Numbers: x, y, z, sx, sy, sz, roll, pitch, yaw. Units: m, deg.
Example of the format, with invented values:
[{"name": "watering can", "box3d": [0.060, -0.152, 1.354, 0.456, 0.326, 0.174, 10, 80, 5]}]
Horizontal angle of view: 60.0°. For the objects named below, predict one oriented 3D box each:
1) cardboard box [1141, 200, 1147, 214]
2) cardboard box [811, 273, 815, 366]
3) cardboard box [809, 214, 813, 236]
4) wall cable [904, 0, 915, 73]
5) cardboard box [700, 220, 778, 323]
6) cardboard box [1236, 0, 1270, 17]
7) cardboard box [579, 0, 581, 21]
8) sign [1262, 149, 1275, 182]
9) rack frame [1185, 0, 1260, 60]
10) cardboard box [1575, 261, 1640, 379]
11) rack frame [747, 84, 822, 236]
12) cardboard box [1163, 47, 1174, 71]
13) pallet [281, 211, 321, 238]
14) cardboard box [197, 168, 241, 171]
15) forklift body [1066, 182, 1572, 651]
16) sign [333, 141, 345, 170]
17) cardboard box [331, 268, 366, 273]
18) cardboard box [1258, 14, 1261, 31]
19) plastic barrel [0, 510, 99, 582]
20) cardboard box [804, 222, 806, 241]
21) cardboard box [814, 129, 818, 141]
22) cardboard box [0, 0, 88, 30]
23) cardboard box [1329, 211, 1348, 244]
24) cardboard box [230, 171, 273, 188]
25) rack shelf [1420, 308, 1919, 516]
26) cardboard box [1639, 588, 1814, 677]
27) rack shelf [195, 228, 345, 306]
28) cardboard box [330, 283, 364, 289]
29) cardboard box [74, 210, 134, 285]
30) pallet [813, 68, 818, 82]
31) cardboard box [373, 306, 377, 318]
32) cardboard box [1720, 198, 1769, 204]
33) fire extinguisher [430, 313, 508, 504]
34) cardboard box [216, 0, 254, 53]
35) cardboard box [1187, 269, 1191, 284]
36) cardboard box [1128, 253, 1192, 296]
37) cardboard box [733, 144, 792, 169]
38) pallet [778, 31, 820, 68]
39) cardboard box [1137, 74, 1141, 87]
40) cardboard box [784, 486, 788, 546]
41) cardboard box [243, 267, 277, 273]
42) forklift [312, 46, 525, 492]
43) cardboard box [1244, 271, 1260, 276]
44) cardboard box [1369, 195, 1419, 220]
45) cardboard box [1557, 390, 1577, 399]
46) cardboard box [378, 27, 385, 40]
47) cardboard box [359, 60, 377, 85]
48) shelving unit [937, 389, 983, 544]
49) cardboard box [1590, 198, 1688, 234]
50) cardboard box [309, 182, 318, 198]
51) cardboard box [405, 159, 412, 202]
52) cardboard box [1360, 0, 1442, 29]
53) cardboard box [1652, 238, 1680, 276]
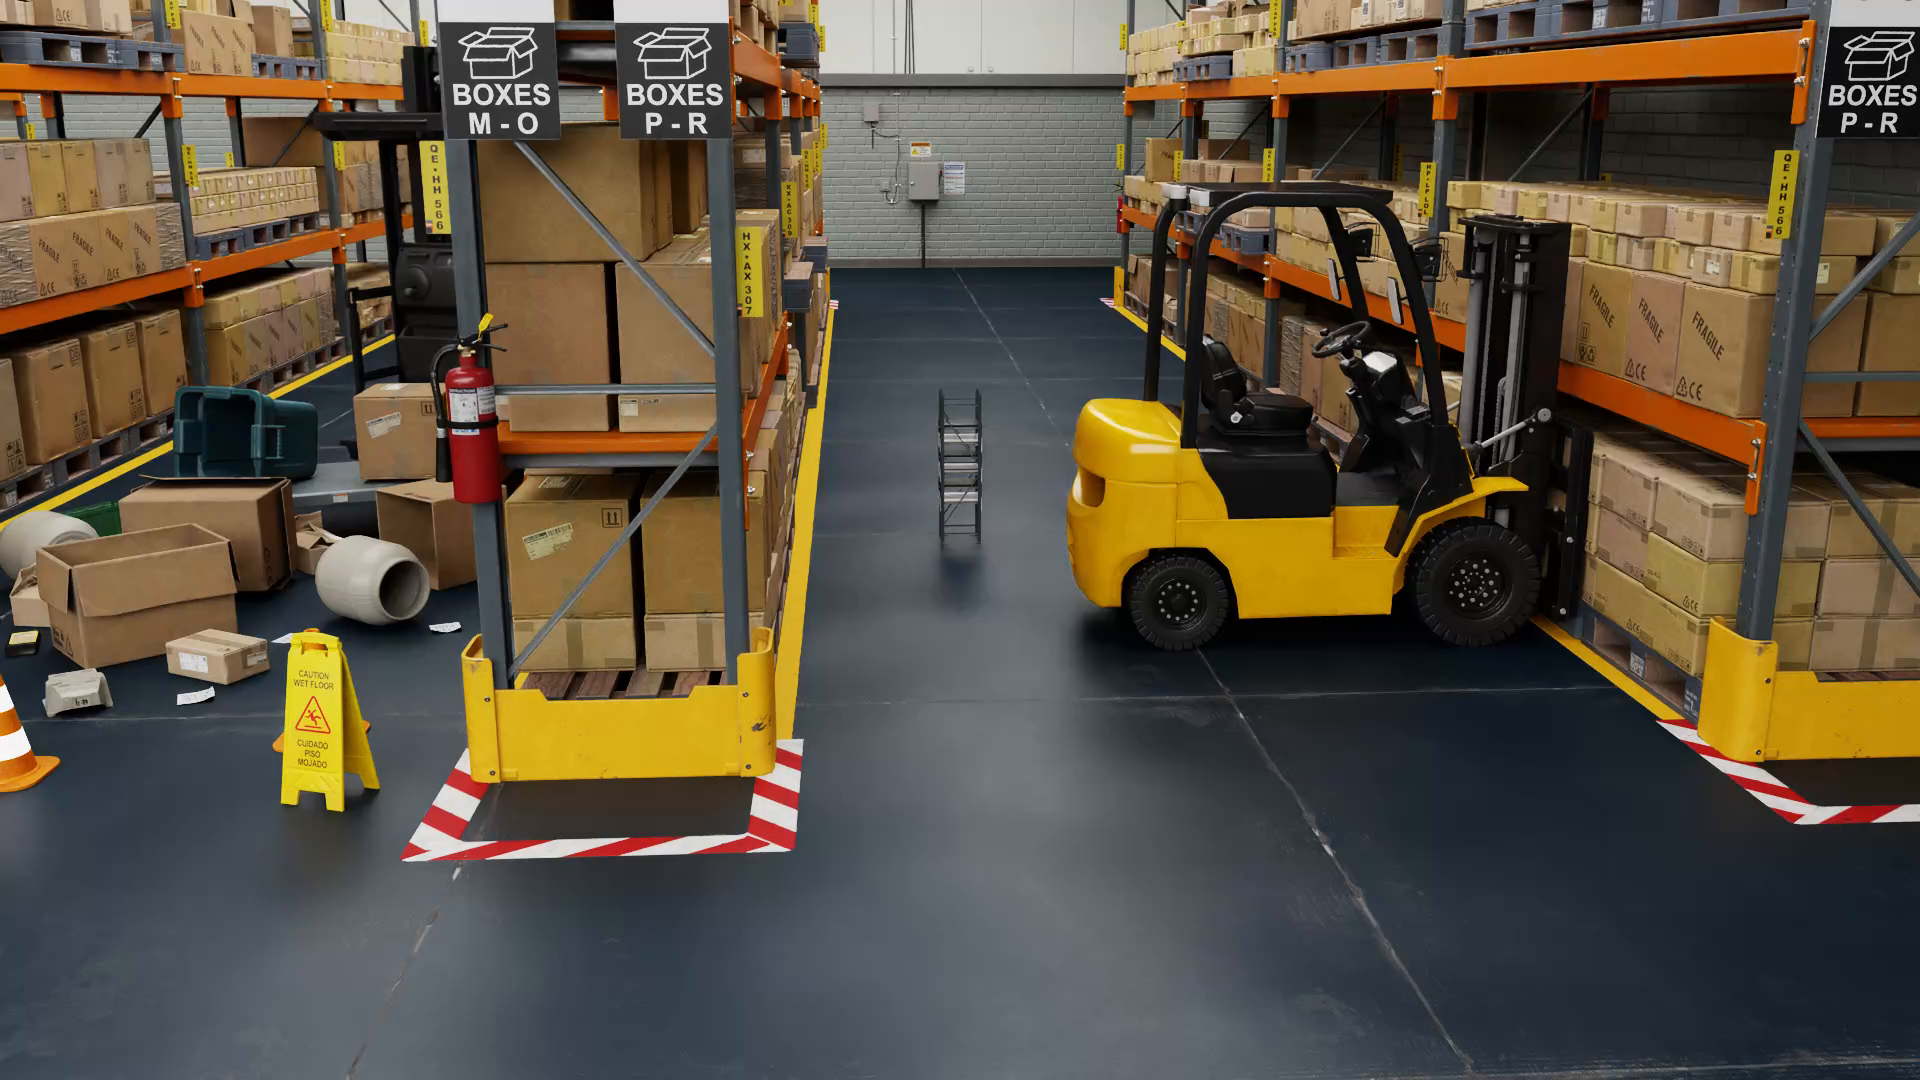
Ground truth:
[{"name": "cardboard box", "box3d": [2.424, -4.079, 20.363, 0.380, 0.149, 0.250, -1, 14, -5]}, {"name": "cardboard box", "box3d": [-1.822, -2.110, 15.627, 0.875, 0.875, 0.875, -1, 14, -3]}, {"name": "cardboard box", "box3d": [-1.749, -3.228, 16.854, 0.500, 0.250, 0.500, -1, 14, -4]}, {"name": "wall cable", "box3d": [0.594, -8.908, 26.515, 2.988, 3.039, 0.133, -1, 14, -3]}, {"name": "cardboard box", "box3d": [-1.212, -1.374, 8.551, 0.500, 0.500, 0.500, 0, 14, -2]}, {"name": "cardboard box", "box3d": [3.032, -5.400, 17.006, 0.396, 0.266, 0.258, -1, 14, -3]}, {"name": "cardboard box", "box3d": [-1.664, -2.027, 6.371, 0.380, 0.149, 0.250, -1, 14, -3]}, {"name": "sign", "box3d": [2.602, -3.129, 14.005, 0.100, 0.325, 0.005, -1, 14, -3]}, {"name": "rack frame", "box3d": [2.895, -6.518, 17.300, 1.000, 3.000, 0.127, -1, 14, -3]}, {"name": "cardboard box", "box3d": [3.291, -1.052, 7.893, 0.500, 0.500, 0.500, -1, 14, -4]}, {"name": "rack frame", "box3d": [-2.306, -4.530, 21.612, 1.000, 3.000, 0.127, -1, 14, -3]}, {"name": "cardboard box", "box3d": [2.573, -5.382, 18.608, 0.500, 0.250, 0.500, -1, 14, -5]}, {"name": "pallet", "box3d": [-7.091, -3.148, 16.628, 1.003, 0.211, 1.213, -1, 14, -3]}, {"name": "cardboard box", "box3d": [-7.404, -3.629, 16.578, 0.380, 0.149, 0.250, 0, 14, -2]}, {"name": "forklift body", "box3d": [1.701, -0.661, 8.277, 2.313, 2.155, 1.214, -1, 14, -3]}, {"name": "sign", "box3d": [-6.439, -4.004, 17.244, 0.100, 0.325, 0.005, -1, 14, -3]}, {"name": "cardboard box", "box3d": [-7.424, -3.212, 20.174, 0.380, 0.149, 0.250, -2, 15, -6]}, {"name": "cardboard box", "box3d": [2.875, -4.612, 14.817, 0.380, 0.149, 0.250, -1, 14, -4]}, {"name": "plastic barrel", "box3d": [-4.896, 0.062, 8.935, 0.512, 0.421, 0.421, 10, 18, 35]}, {"name": "cardboard box", "box3d": [-1.406, -2.417, 13.060, 0.380, 0.149, 0.250, -1, 14, -4]}, {"name": "cardboard box", "box3d": [-1.920, -4.569, 19.556, 0.500, 0.500, 0.500, -1, 14, -4]}, {"name": "cardboard box", "box3d": [-6.358, -3.764, 11.370, 0.500, 0.500, 0.500, -1, 14, -3]}, {"name": "cardboard box", "box3d": [3.028, -2.291, 12.210, 0.500, 0.250, 0.500, -1, 14, -3]}, {"name": "cardboard box", "box3d": [-6.693, -3.382, 15.620, 0.380, 0.149, 0.250, -2, 15, -6]}, {"name": "rack shelf", "box3d": [3.515, -0.777, 8.471, 1.077, 0.370, 4.000, -1, 14, -3]}, {"name": "cardboard box", "box3d": [3.294, 0.388, 7.174, 0.500, 0.250, 0.500, -1, 14, -3]}, {"name": "rack shelf", "box3d": [-6.869, -2.588, 15.508, 1.077, 0.370, 4.000, -1, 14, -3]}, {"name": "cardboard box", "box3d": [-6.830, -2.765, 18.437, 0.380, 0.149, 0.250, -1, 14, -4]}, {"name": "cardboard box", "box3d": [-6.389, -2.131, 12.088, 0.500, 0.500, 0.500, -1, 14, -4]}, {"name": "pallet", "box3d": [-2.171, -5.451, 19.351, 1.003, 0.211, 1.213, -1, 14, -3]}, {"name": "cardboard box", "box3d": [-6.896, -2.608, 19.020, 0.380, 0.149, 0.250, -2, 15, -6]}, {"name": "cardboard box", "box3d": [3.859, -1.546, 7.917, 0.380, 0.149, 0.250, -1, 14, -5]}, {"name": "fire extinguisher", "box3d": [-1.768, -0.478, 6.018, 0.296, 0.674, 0.183, -1, 14, -3]}, {"name": "cardboard box", "box3d": [-7.028, -4.753, 15.411, 0.797, 0.503, 0.637, -1, 14, -4]}, {"name": "cardboard box", "box3d": [2.652, -2.826, 17.863, 0.380, 0.149, 0.250, 0, 14, -1]}, {"name": "cardboard box", "box3d": [2.591, -3.448, 21.575, 0.797, 0.503, 0.637, -1, 15, -6]}, {"name": "cardboard box", "box3d": [-1.239, -2.378, 10.306, 0.380, 0.149, 0.250, -1, 14, -4]}, {"name": "pallet", "box3d": [-1.562, -3.320, 11.268, 1.213, 0.211, 1.003, -1, 14, -3]}, {"name": "cardboard box", "box3d": [2.389, -5.663, 20.501, 0.380, 0.149, 0.250, -1, 14, -2]}, {"name": "cardboard box", "box3d": [-1.215, -0.142, 9.234, 0.500, 0.250, 0.500, -1, 14, -5]}, {"name": "cardboard box", "box3d": [-7.211, -2.602, 16.787, 0.500, 0.250, 0.500, -2, 15, -6]}, {"name": "forklift", "box3d": [-3.522, -1.814, 11.194, 1.130, 2.935, 3.031, 5, 15, 18]}, {"name": "cardboard box", "box3d": [3.228, -2.767, 17.633, 0.380, 0.149, 0.250, -1, 14, -3]}, {"name": "cardboard box", "box3d": [3.003, -2.256, 11.272, 0.380, 0.149, 0.250, -1, 14, -5]}, {"name": "cardboard box", "box3d": [3.661, -0.734, 9.527, 0.500, 0.250, 0.500, -1, 14, -4]}, {"name": "cardboard box", "box3d": [-6.879, -5.846, 19.207, 0.380, 0.149, 0.250, -1, 14, -2]}, {"name": "cardboard box", "box3d": [-6.811, -5.187, 18.448, 0.500, 0.250, 0.500, 0, 14, -1]}, {"name": "shelving unit", "box3d": [0.000, -0.438, 9.922, 0.258, 0.900, 0.210, -1, 14, -3]}, {"name": "cardboard box", "box3d": [3.227, -1.537, 7.879, 0.380, 0.149, 0.250, -1, 14, -2]}, {"name": "cardboard box", "box3d": [-6.771, -3.563, 16.920, 0.380, 0.149, 0.250, 0, 14, -2]}, {"name": "cardboard box", "box3d": [-6.929, -4.385, 20.251, 0.500, 0.500, 0.500, -1, 14, -4]}, {"name": "cardboard box", "box3d": [3.055, -3.651, 11.314, 0.500, 0.311, 0.500, -1, 14, -5]}, {"name": "cardboard box", "box3d": [3.333, -1.263, 7.413, 0.380, 0.149, 0.250, -1, 14, -4]}]
